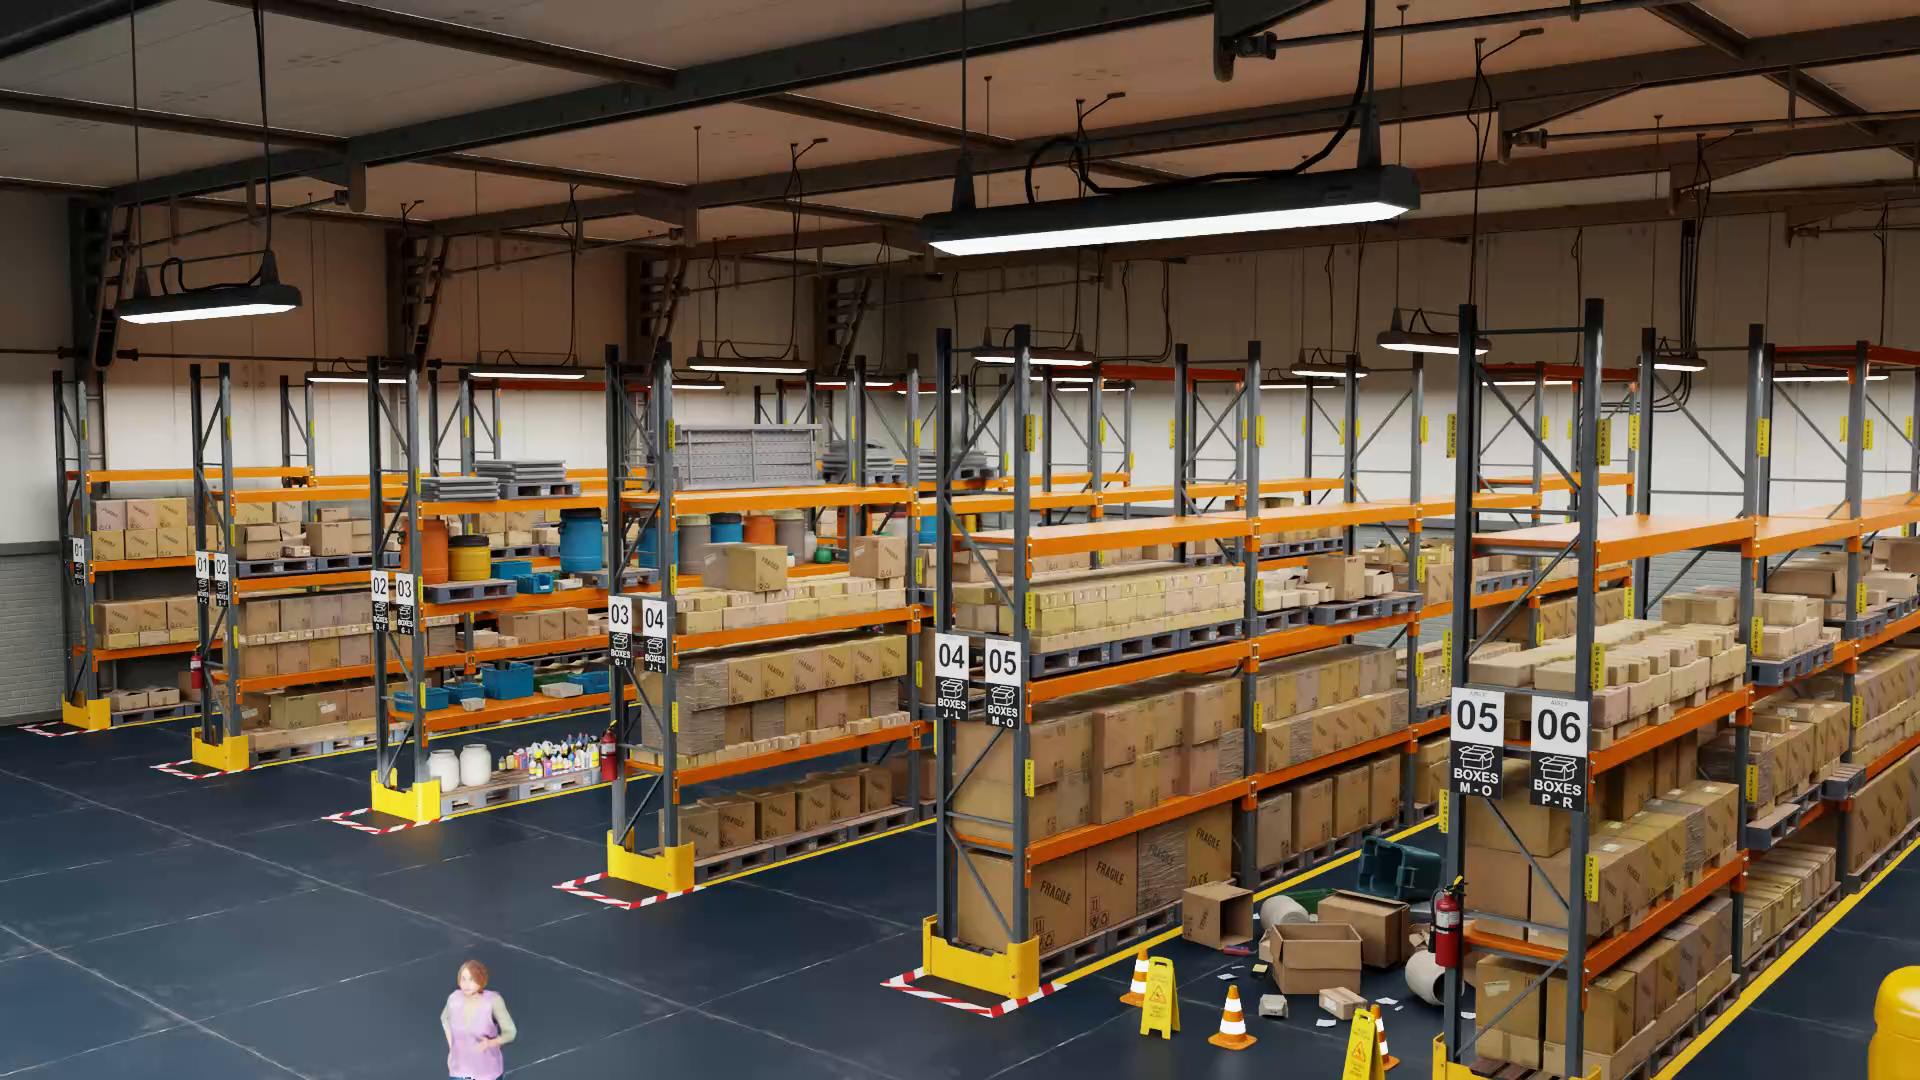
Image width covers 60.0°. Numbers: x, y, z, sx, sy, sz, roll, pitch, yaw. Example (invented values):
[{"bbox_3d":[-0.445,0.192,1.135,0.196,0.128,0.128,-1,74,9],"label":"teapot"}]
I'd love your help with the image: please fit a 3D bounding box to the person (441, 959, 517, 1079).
[{"bbox_3d":[-3.199,3.579,11.056,0.509,1.647,0.721,-1,4,-11],"label":"person"}]
